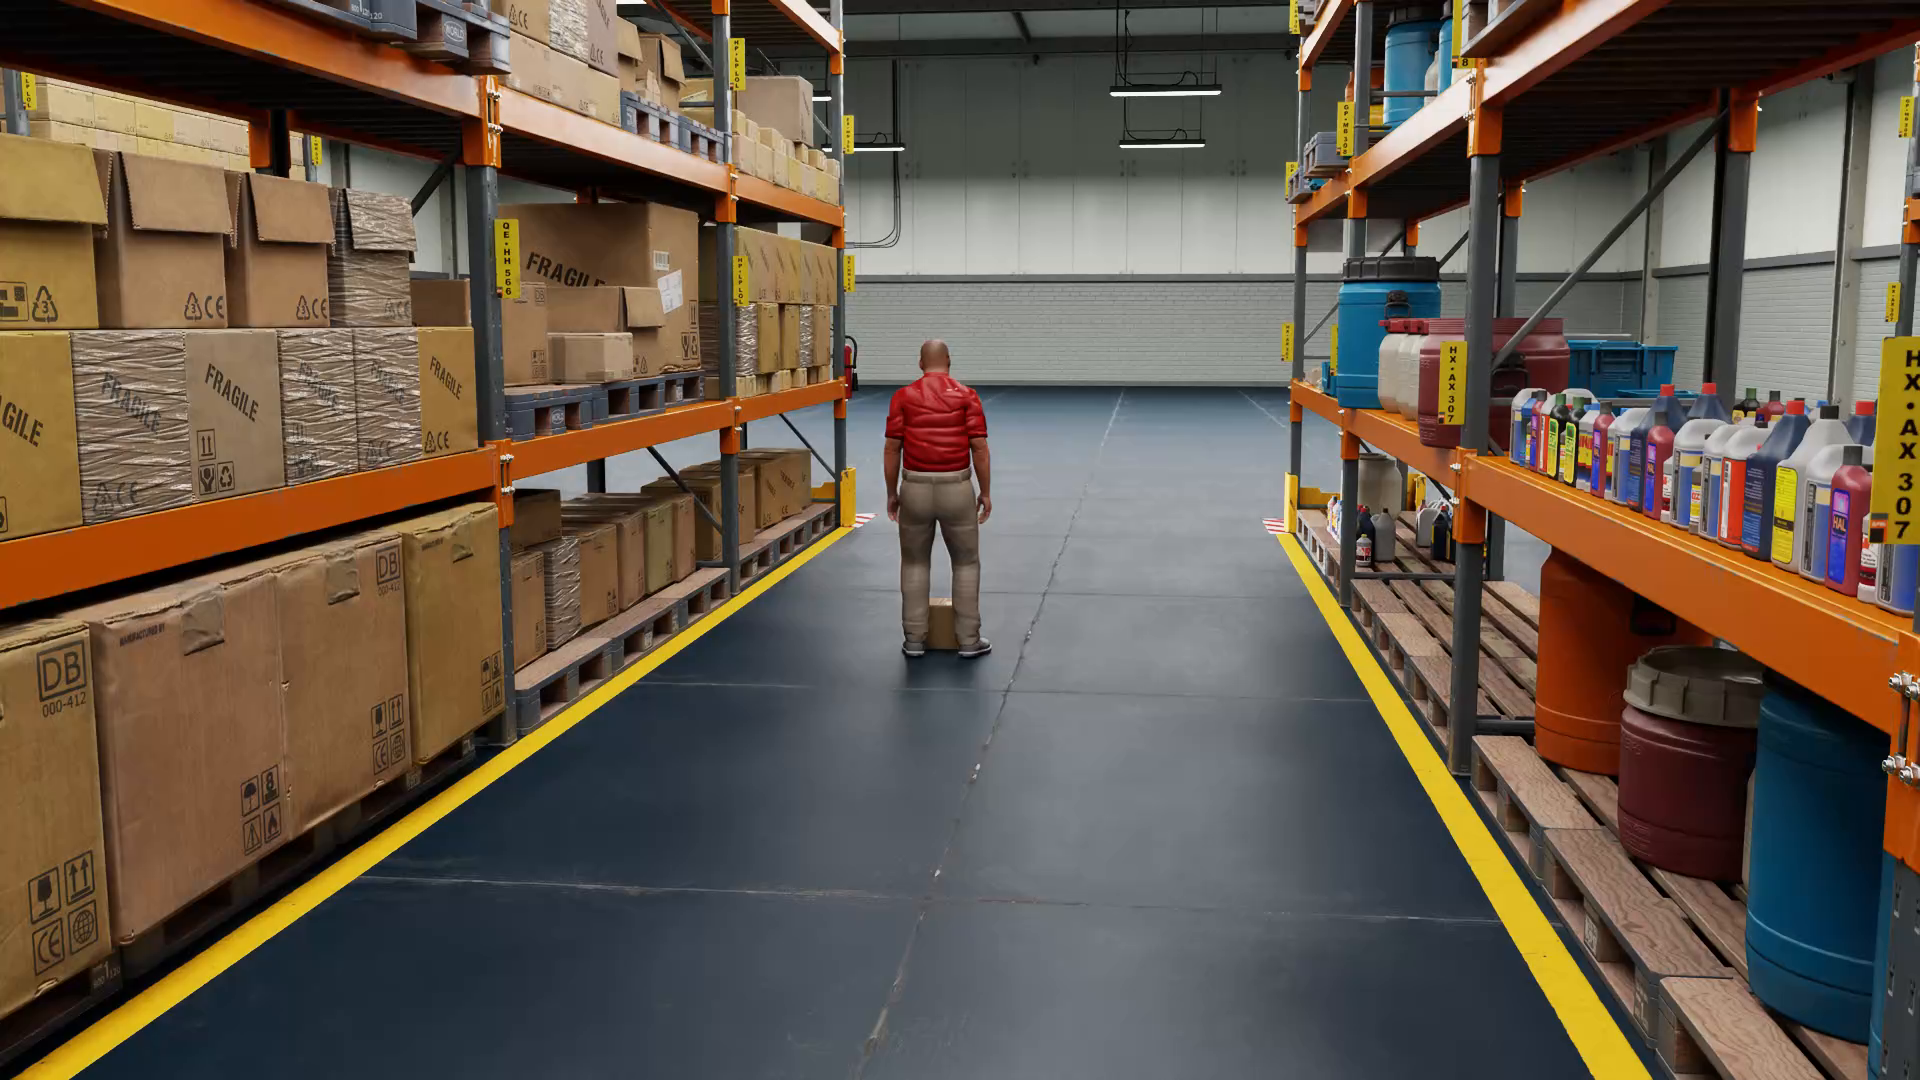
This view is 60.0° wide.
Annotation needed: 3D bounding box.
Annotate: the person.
[{"bbox_3d":[-0.119,-0.227,9.065,0.584,1.726,0.395,1,8,6],"label":"person"}]
